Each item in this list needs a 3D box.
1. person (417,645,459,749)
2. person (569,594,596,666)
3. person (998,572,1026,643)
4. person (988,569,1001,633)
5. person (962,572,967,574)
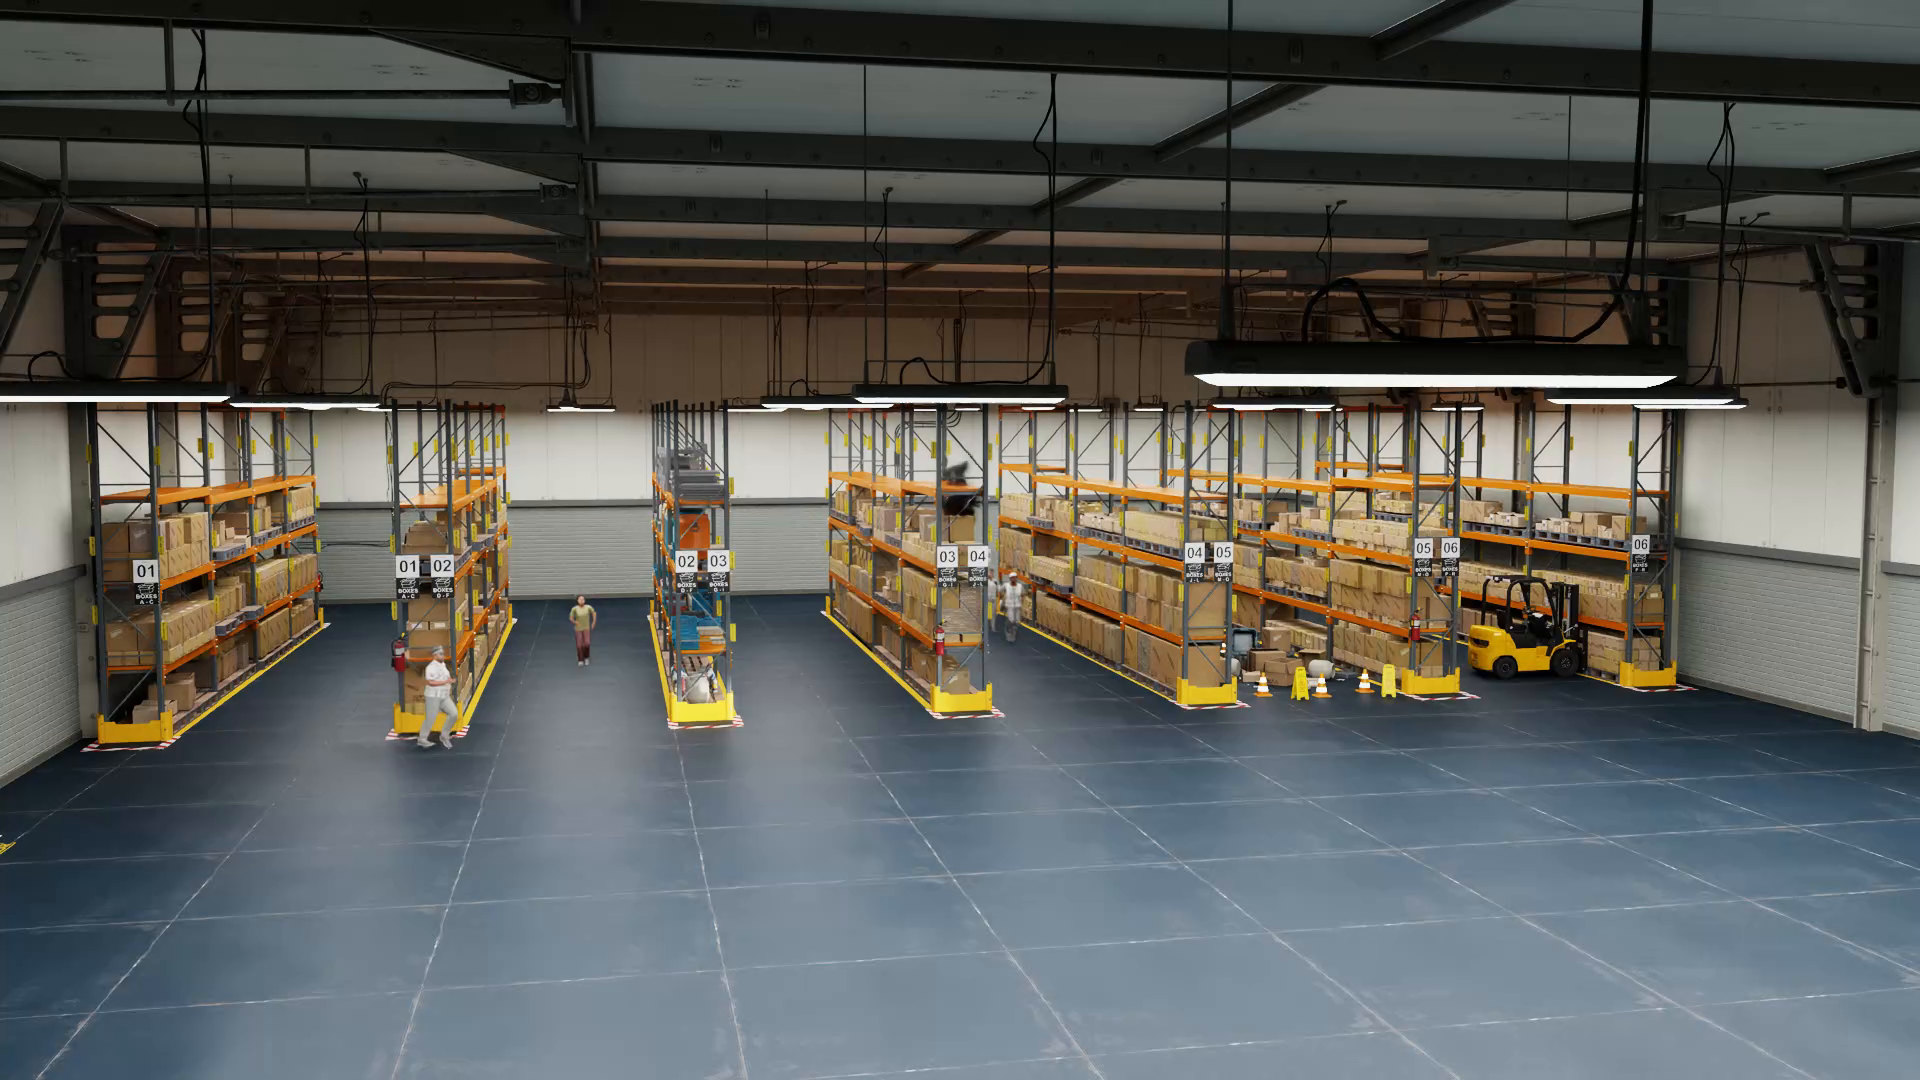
[{"bbox_3d":[-8.912,2.708,28.500,0.753,1.817,0.670,1,5,18],"label":"person"},{"bbox_3d":[-8.560,2.052,37.763,0.600,1.645,0.612,-1,4,-17],"label":"person"},{"bbox_3d":[1.334,1.691,41.699,0.662,1.764,0.683,-1,4,-15],"label":"person"},{"bbox_3d":[0.814,1.576,43.923,0.630,1.656,0.845,-1,4,-11],"label":"person"},{"bbox_3d":[-0.131,1.150,49.186,0.953,1.706,0.839,-2,5,-27],"label":"person"}]
